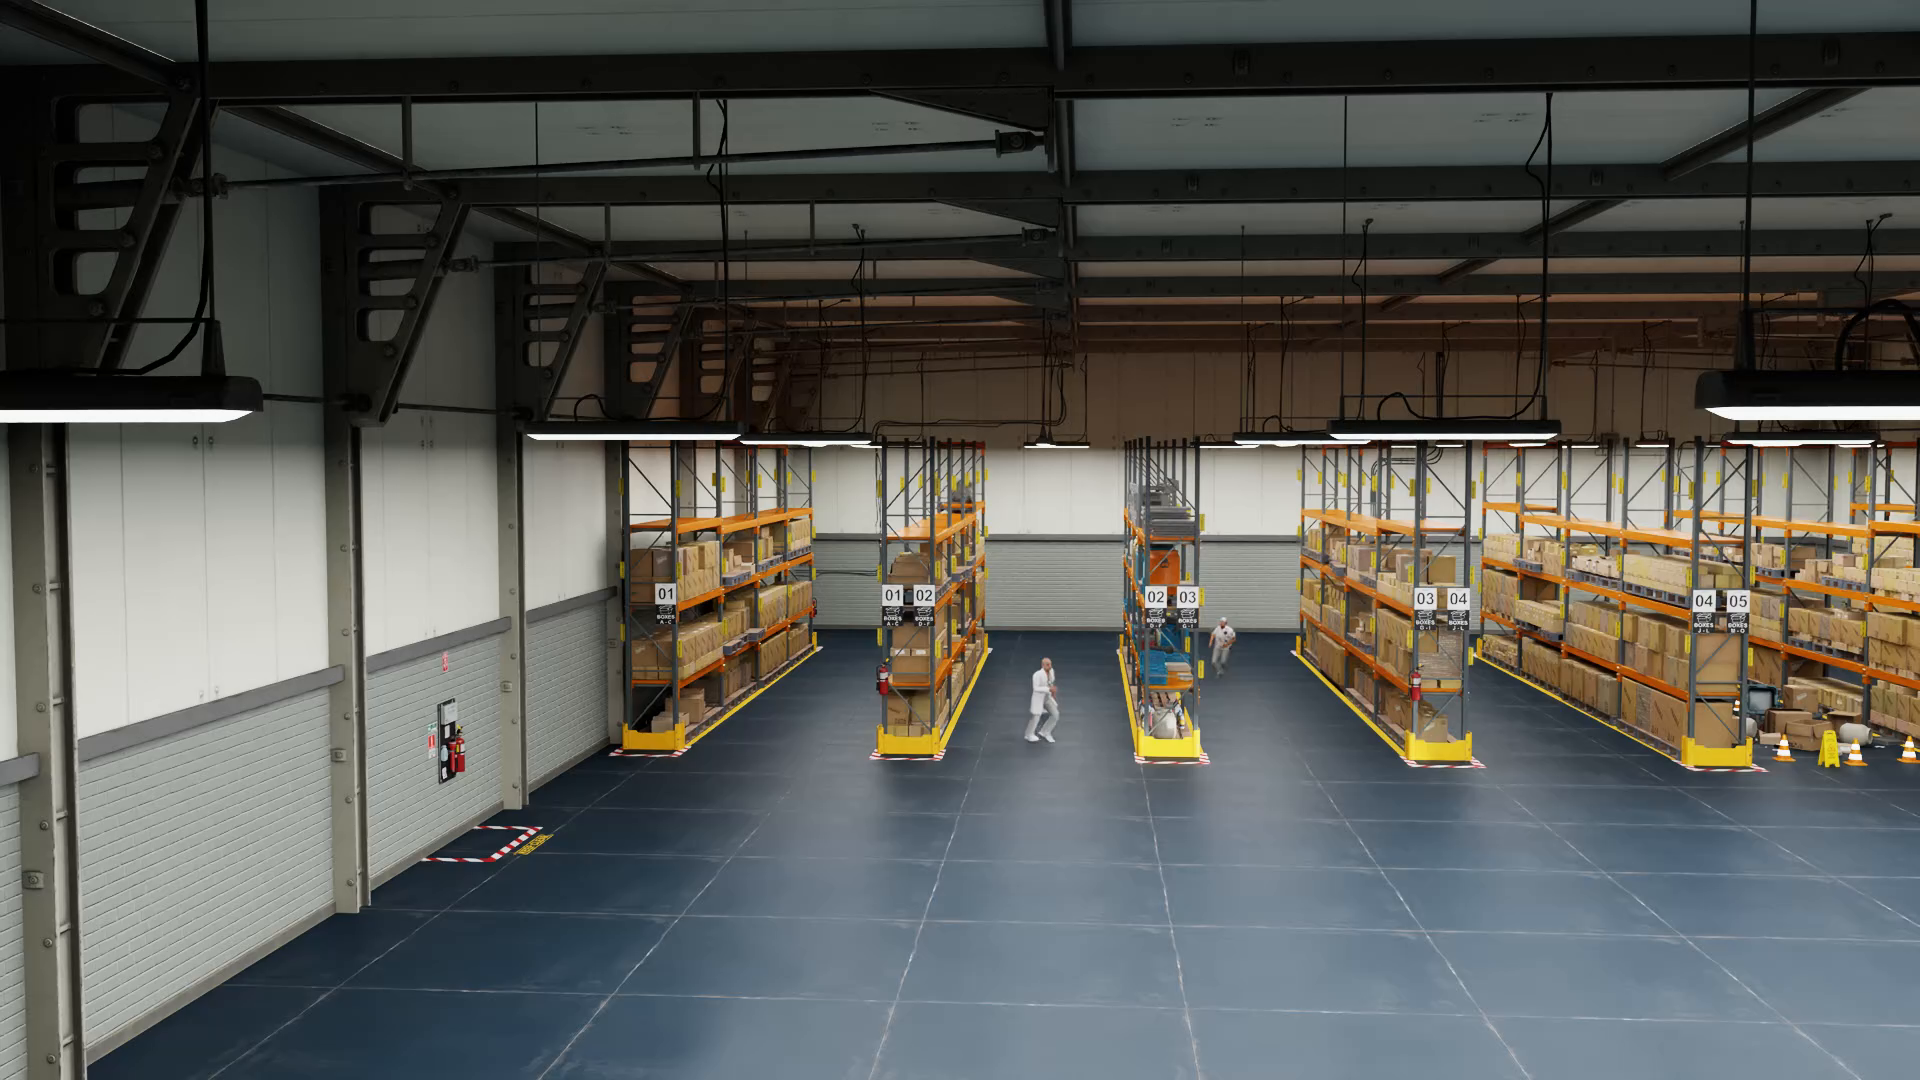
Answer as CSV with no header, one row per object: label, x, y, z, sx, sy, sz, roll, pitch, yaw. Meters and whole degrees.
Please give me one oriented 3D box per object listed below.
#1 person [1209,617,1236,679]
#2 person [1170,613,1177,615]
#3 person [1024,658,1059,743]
person,6.611,2.723,41.837,0.676,1.575,0.518,1,3,24
person,6.017,2.399,48.218,0.582,1.513,0.627,-2,4,-30
person,1.625,3.134,32.485,0.705,1.697,1.006,-2,4,-36
